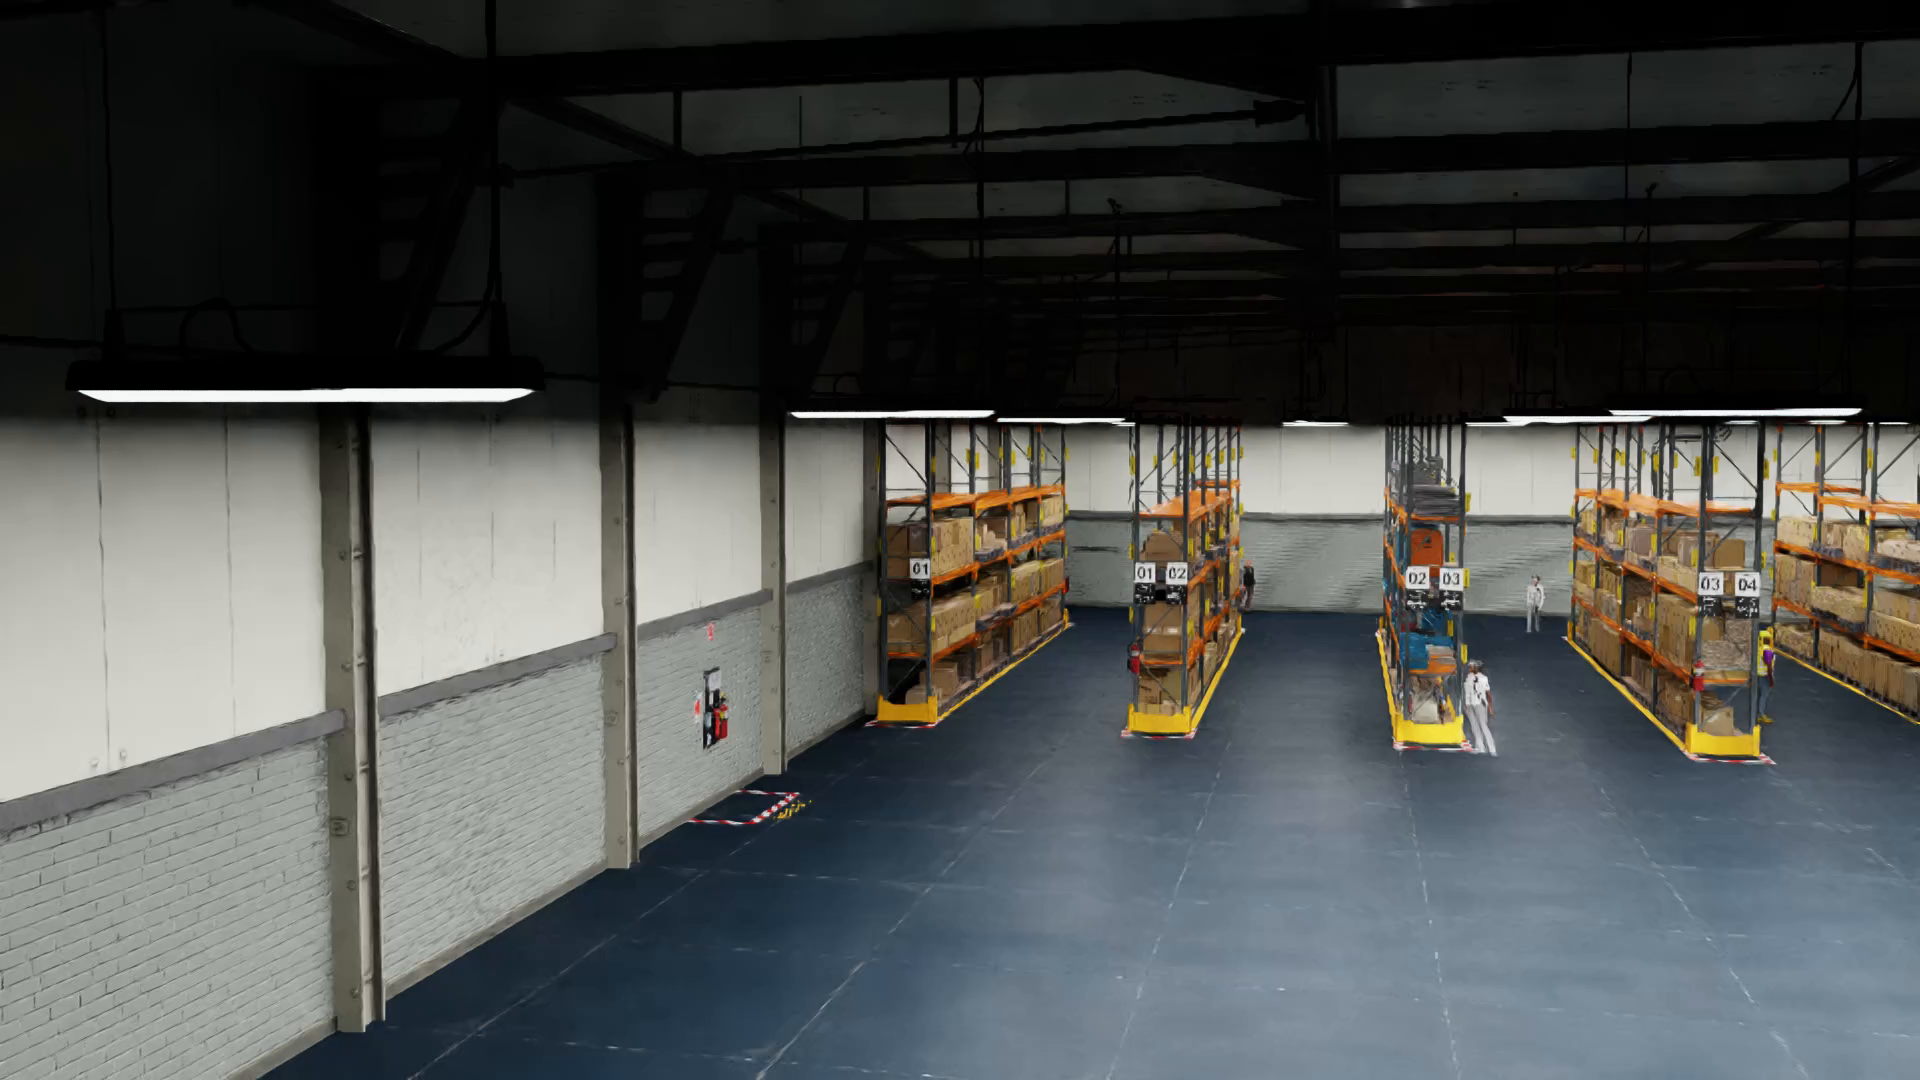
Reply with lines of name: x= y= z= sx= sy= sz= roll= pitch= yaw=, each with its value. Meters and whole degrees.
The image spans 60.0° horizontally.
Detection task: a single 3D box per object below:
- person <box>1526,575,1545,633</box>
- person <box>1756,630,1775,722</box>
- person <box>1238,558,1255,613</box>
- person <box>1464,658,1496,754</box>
person: x=16.020 y=1.771 z=46.288 sx=0.482 sy=1.609 sz=0.997 roll=2 pitch=4 yaw=22
person: x=15.645 y=2.628 z=32.381 sx=0.394 sy=1.768 sz=0.684 roll=0 pitch=4 yaw=-3
person: x=8.731 y=1.405 z=51.267 sx=0.728 sy=1.714 sz=0.511 roll=-2 pitch=4 yaw=-30
person: x=9.142 y=2.916 z=29.187 sx=0.451 sy=1.668 sz=0.588 roll=-2 pitch=5 yaw=-32
